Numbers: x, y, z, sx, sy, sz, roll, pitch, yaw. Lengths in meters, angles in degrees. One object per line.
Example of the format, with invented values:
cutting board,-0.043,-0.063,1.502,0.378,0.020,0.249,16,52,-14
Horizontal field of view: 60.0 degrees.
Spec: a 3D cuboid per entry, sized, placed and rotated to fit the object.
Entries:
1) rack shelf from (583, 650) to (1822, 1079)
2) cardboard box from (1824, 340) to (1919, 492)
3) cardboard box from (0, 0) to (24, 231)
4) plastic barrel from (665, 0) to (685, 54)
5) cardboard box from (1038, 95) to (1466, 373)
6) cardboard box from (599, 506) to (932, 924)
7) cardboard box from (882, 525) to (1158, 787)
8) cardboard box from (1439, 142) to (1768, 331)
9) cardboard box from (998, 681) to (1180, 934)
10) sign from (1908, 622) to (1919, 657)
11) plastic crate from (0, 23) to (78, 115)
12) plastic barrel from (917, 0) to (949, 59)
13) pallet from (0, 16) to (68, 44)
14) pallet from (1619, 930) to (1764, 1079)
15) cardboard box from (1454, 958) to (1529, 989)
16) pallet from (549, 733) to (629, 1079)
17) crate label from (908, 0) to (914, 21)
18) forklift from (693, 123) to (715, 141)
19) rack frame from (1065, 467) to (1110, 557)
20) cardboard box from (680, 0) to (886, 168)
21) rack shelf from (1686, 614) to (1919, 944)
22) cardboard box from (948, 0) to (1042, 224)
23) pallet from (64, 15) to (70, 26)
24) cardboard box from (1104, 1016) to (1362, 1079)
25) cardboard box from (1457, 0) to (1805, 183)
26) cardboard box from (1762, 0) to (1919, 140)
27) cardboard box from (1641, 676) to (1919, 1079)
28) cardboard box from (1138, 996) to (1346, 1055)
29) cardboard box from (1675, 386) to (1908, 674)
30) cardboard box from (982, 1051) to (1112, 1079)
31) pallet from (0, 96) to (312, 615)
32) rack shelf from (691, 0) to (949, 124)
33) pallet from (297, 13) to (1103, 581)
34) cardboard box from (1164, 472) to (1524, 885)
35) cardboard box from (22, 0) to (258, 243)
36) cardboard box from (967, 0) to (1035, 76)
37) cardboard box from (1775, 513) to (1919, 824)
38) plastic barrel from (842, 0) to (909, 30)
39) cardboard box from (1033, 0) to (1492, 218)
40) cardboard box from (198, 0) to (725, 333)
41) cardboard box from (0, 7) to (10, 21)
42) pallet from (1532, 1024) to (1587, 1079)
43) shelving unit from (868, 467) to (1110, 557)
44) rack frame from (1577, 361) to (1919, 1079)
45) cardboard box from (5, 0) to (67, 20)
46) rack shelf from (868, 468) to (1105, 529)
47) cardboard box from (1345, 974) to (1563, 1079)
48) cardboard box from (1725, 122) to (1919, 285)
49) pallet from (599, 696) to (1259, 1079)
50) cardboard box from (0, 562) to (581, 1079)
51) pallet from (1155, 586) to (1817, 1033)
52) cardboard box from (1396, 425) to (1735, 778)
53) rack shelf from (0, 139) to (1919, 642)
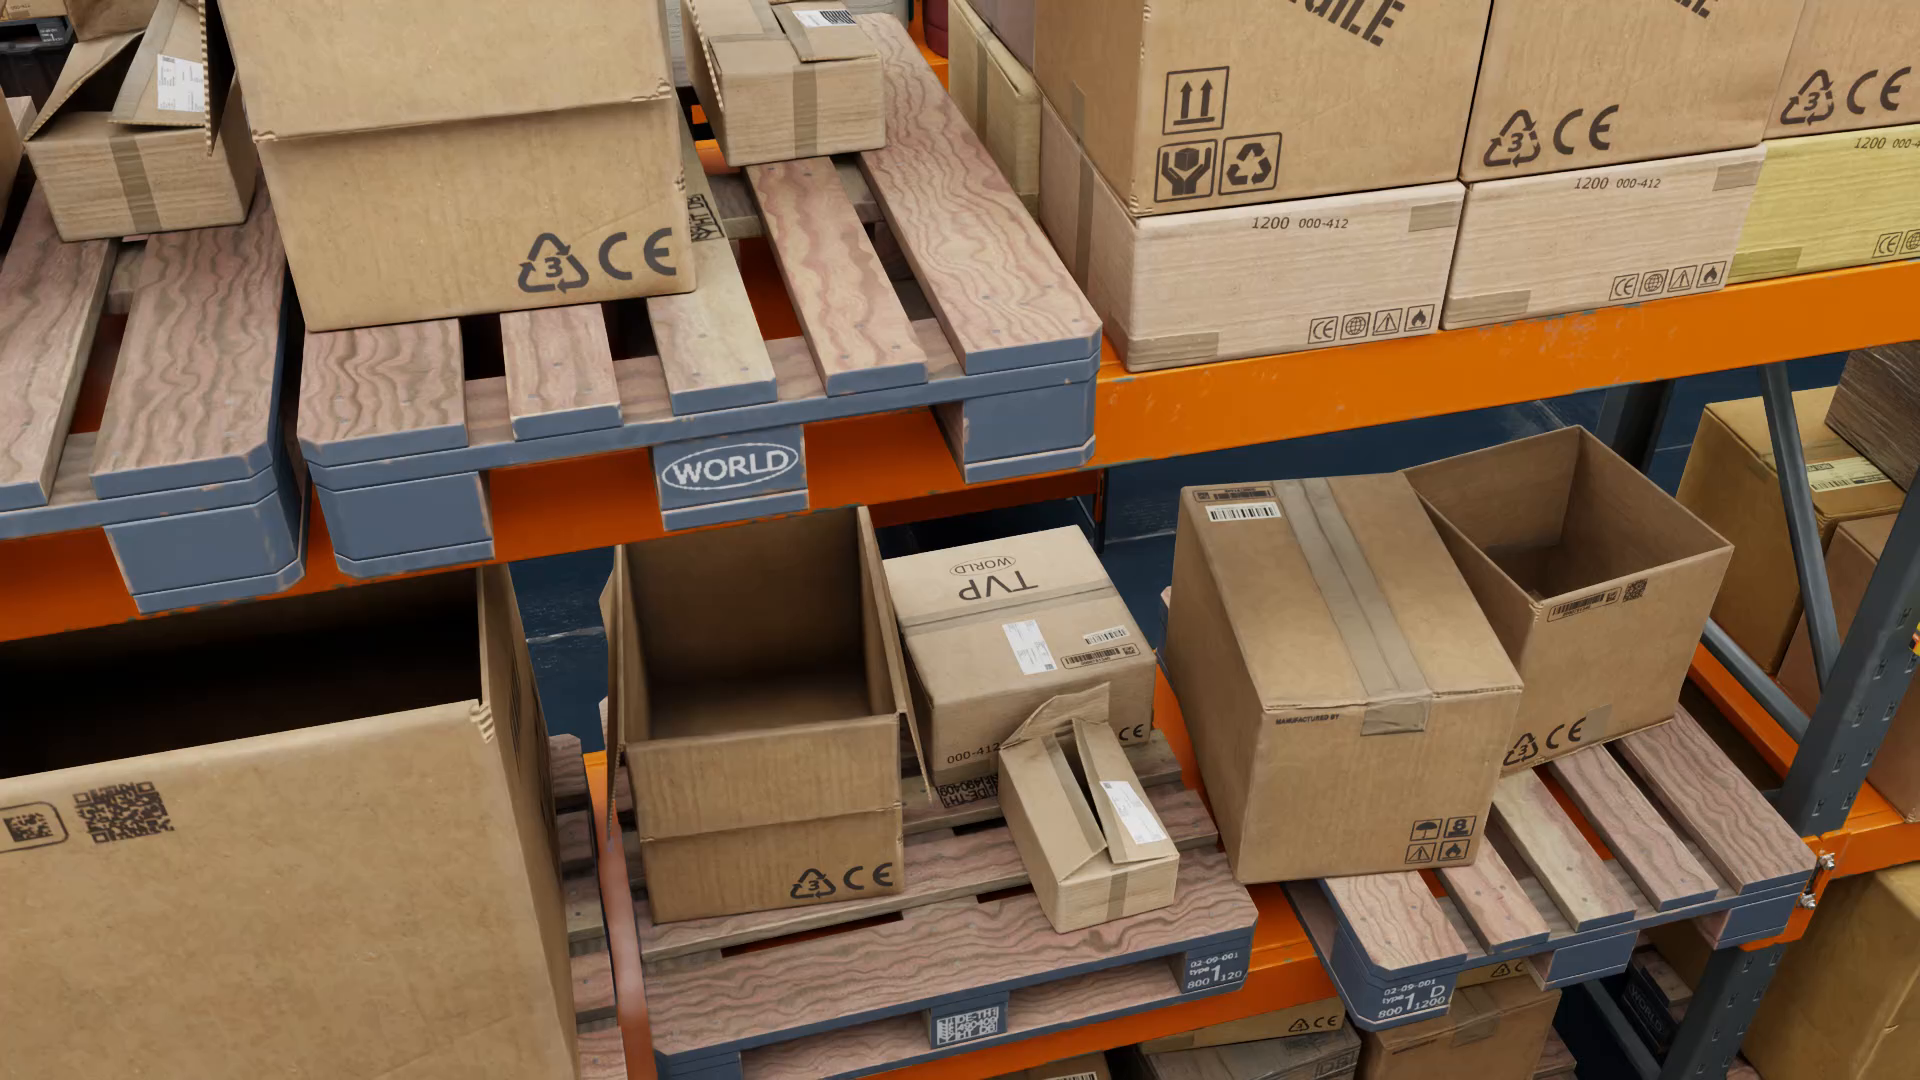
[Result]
rack shelf,-0.142,0.826,3.793,4.000,0.370,1.077,-9,38,-12
cardboard box,2.499,-0.321,3.792,0.637,0.503,0.797,-8,38,-10
cardboard box,-1.593,-0.558,2.111,0.637,0.503,0.797,-11,39,-14
plastic barrel,-1.257,-2.309,7.188,0.433,0.535,0.433,0,37,0
cardboard box,0.433,-0.524,2.621,0.500,0.250,0.500,-8,38,-11
cardboard box,-0.423,0.321,3.431,0.637,0.503,0.797,-6,38,-7
cardboard box,0.111,0.247,3.736,0.500,0.250,0.500,-10,39,-13
cardboard box,0.918,-0.602,2.723,0.500,0.250,0.500,-9,38,-12
cardboard box,0.249,0.533,3.349,0.258,0.266,0.396,-10,39,-13
sign,1.939,0.112,3.247,0.005,0.325,0.100,-9,38,-12
plastic crate,-3.903,-2.015,6.966,0.504,0.338,0.767,-9,38,-12
plastic barrel,0.129,-2.484,7.417,0.708,0.536,0.600,-9,38,-12
pallet,-6.611,-3.549,11.216,1.213,0.211,1.003,-9,38,-12
pallet,2.570,1.251,4.941,1.213,0.211,1.003,-9,38,-12
cardboard box,1.150,0.868,4.225,0.500,0.250,0.500,-8,38,-10
pallet,-1.297,0.898,3.265,1.213,0.211,1.003,-9,38,-12
crate label,-0.532,-2.697,7.777,0.616,0.435,0.502,-9,38,-12
forklift,-1.586,-4.186,9.809,1.130,2.935,3.031,-3,38,-4
rack frame,0.497,-0.528,6.515,0.032,1.125,0.500,-9,38,-12
cardboard box,-0.289,-0.764,2.657,0.250,0.166,0.380,-10,39,-13
rack shelf,3.720,0.193,4.621,4.000,0.370,1.077,-9,38,-12
cardboard box,0.279,-0.815,3.001,0.500,0.250,0.500,-9,38,-11
pallet,-5.431,-3.745,11.472,1.213,0.211,1.003,-9,38,-12
cardboard box,0.615,1.255,4.336,0.500,0.500,0.700,-12,39,-16
cardboard box,0.901,-0.896,2.490,0.500,0.500,0.500,-9,38,-12
cardboard box,1.393,-0.984,2.604,0.500,0.500,0.500,-8,38,-11
cardboard box,2.460,0.804,4.633,0.875,0.875,1.225,-11,39,-14
cardboard box,0.640,0.958,4.107,0.500,0.250,0.500,-5,38,-7
cardboard box,2.201,-0.039,4.250,0.500,0.500,0.500,-8,38,-11
cardboard box,0.070,1.349,4.213,0.500,0.500,0.700,-6,38,-8
pallet,-1.449,-0.295,2.352,1.003,0.211,1.213,-9,38,-12
rack shelf,-1.433,-2.079,7.591,4.000,0.370,1.077,-9,38,-12
pallet,-0.449,-0.461,2.569,1.003,0.211,1.213,-9,38,-12
cardboard box,0.765,0.273,3.496,0.500,0.500,0.700,-4,38,-5
cardboard box,-1.191,-0.655,2.434,0.258,0.266,0.396,-8,38,-10
cardboard box,0.294,-1.120,2.783,0.500,0.500,0.500,-10,39,-13
cardboard box,2.329,0.267,3.850,0.500,0.500,0.500,-8,38,-11
plastic barrel,-0.440,-2.438,7.376,0.421,0.512,0.421,0,37,0
cardboard box,0.419,-0.826,2.399,0.500,0.500,0.500,-9,38,-11
cardboard box,-0.684,-0.708,2.307,0.637,0.503,0.797,-8,38,-10
cardboard box,-6.489,-3.586,10.886,0.500,0.250,0.500,-9,38,-12
pallet,1.034,1.454,4.675,1.213,0.211,1.003,-9,38,-12
shelving unit,0.007,-0.448,6.410,1.048,1.125,0.538,-9,38,-12
rack frame,1.789,0.224,3.989,0.127,3.000,1.000,-9,38,-12
cardboard box,-6.007,-3.666,10.991,0.500,0.250,0.500,-9,38,-12
rack shelf,0.007,-0.254,6.558,1.000,0.278,0.538,-9,38,-12
cardboard box,1.147,1.160,4.460,0.500,0.500,0.700,-11,39,-14
cardboard box,1.394,-0.689,2.836,0.500,0.250,0.500,-9,38,-12
pallet,-0.112,0.638,3.606,1.213,0.211,1.003,-9,38,-12
cardboard box,-1.269,0.409,2.908,1.000,1.000,1.000,-9,38,-12
pallet,1.129,0.475,3.818,1.003,0.211,1.213,-9,38,-12
cardboard box,1.278,0.126,3.688,0.500,0.500,0.500,-14,40,-18
rack shelf,-0.142,-0.365,2.882,4.000,0.370,1.077,-9,38,-12
